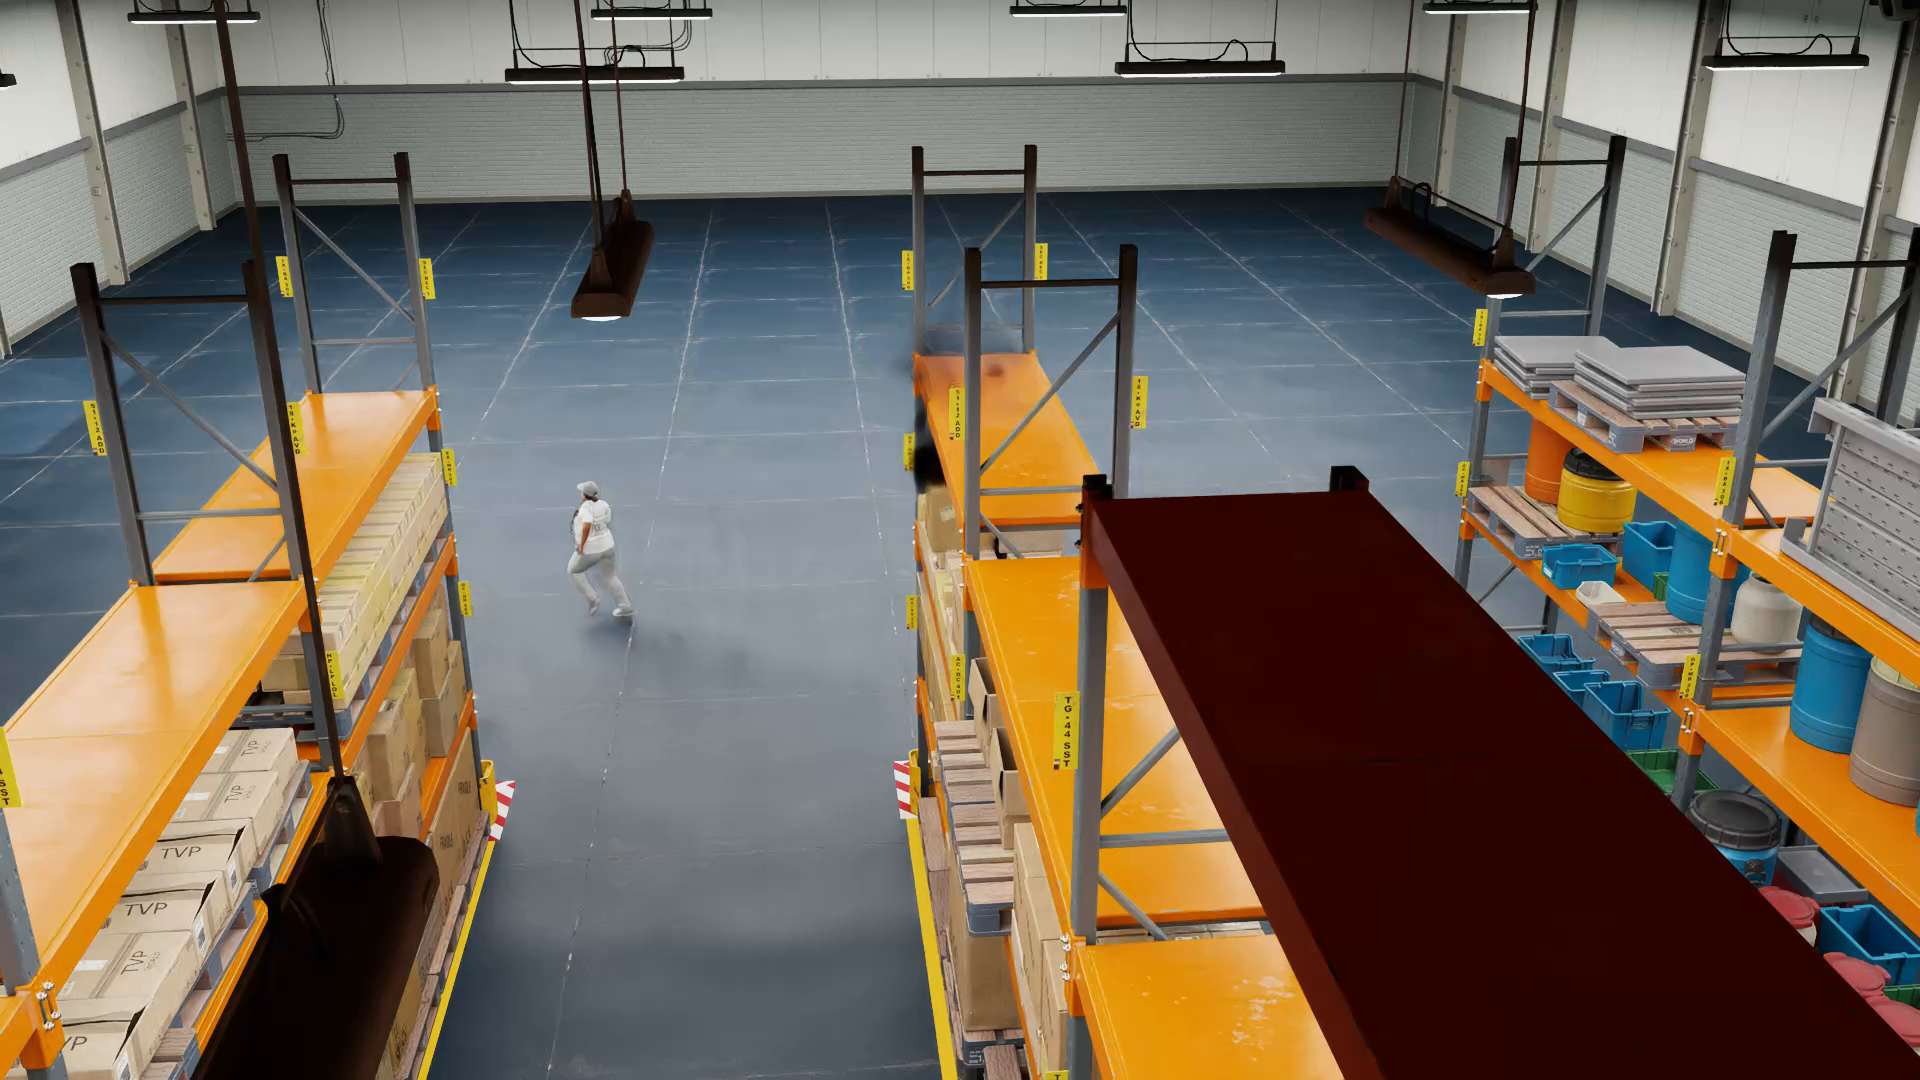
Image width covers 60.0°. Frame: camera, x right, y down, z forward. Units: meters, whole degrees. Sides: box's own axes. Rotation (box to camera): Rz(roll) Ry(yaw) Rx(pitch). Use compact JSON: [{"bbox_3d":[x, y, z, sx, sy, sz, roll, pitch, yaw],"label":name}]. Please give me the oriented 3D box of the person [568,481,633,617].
[{"bbox_3d":[-4.193,0.129,19.062,0.826,1.643,0.613,15,26,34],"label":"person"}]
